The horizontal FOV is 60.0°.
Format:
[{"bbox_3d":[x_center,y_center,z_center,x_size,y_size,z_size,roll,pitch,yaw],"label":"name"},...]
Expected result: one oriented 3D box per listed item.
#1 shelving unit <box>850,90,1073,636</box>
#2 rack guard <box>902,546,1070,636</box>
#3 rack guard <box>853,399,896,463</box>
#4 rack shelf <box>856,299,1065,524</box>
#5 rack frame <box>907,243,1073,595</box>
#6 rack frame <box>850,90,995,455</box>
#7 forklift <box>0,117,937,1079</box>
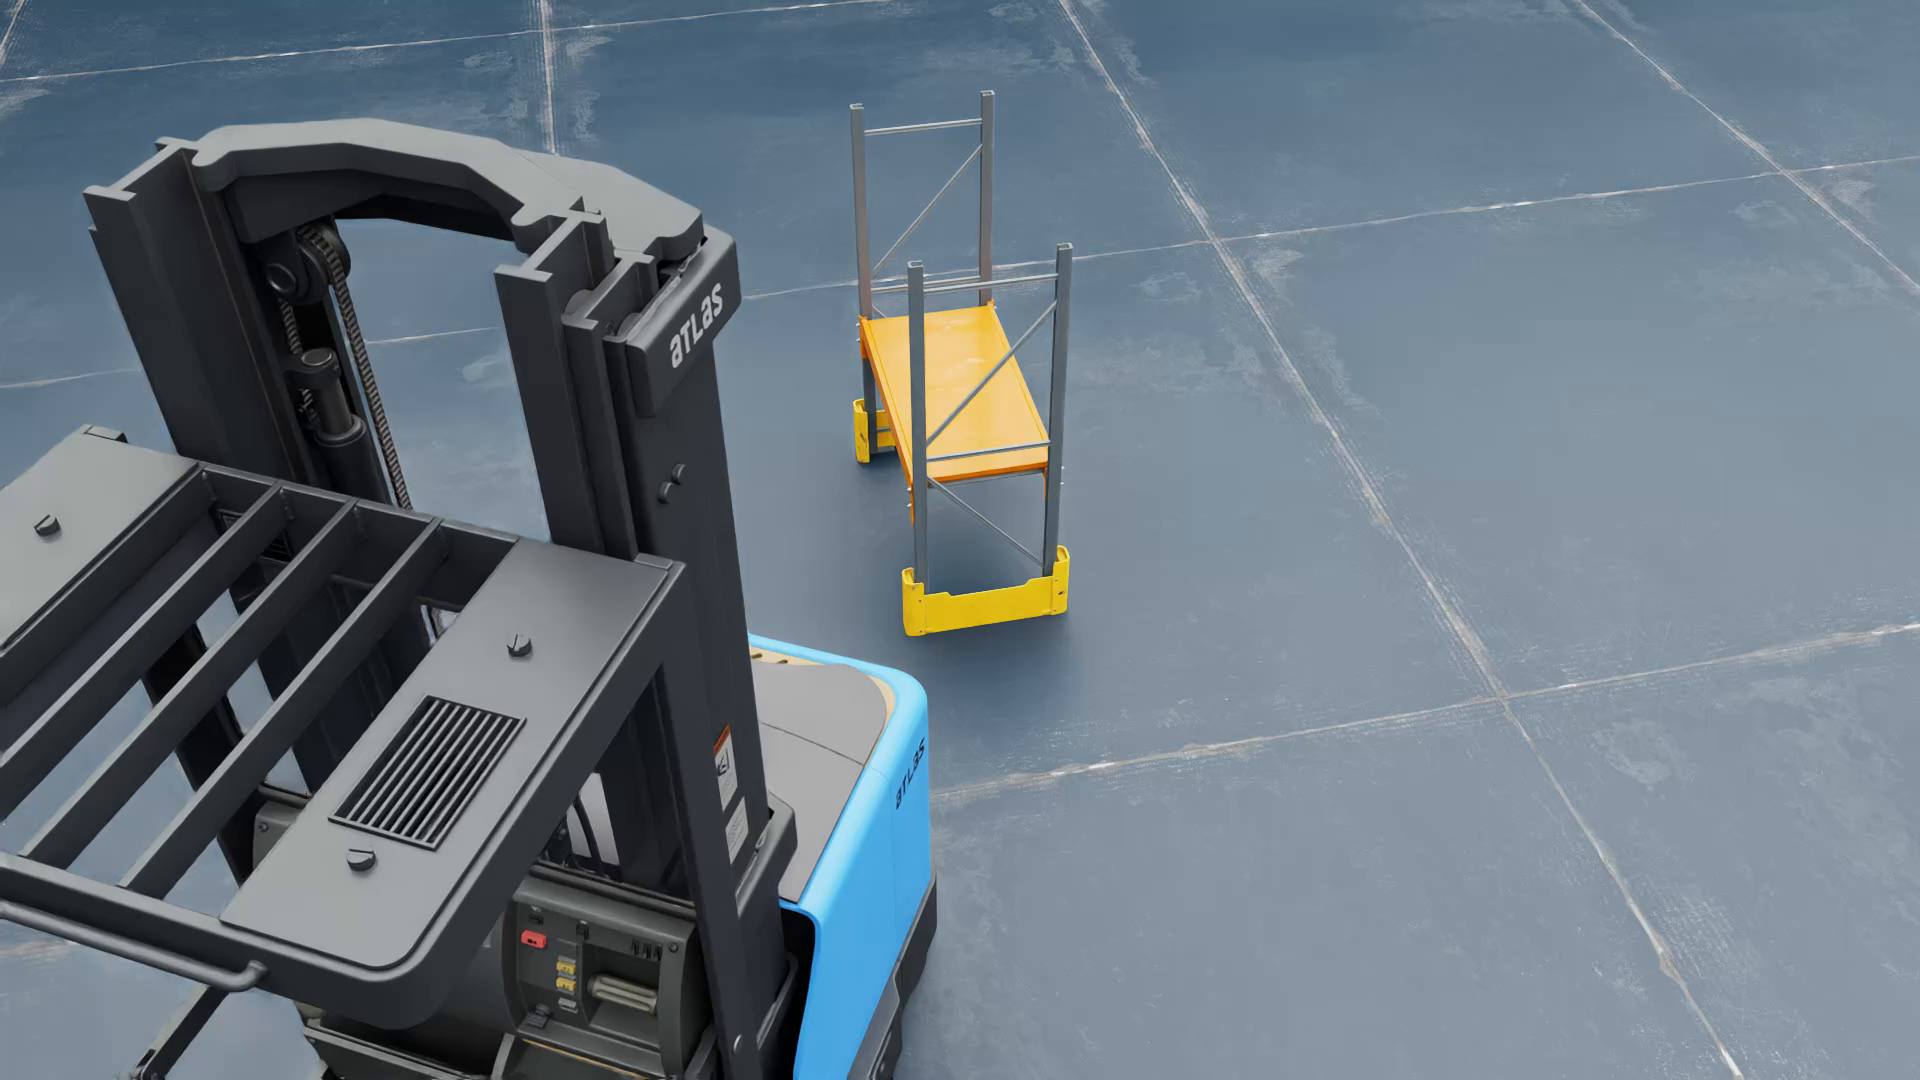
[{"bbox_3d":[-0.016,-0.610,5.808,0.587,1.500,1.083,-8,42,-9],"label":"shelving unit"},{"bbox_3d":[0.091,0.180,5.859,0.587,0.250,0.087,-8,42,-9],"label":"rack guard"},{"bbox_3d":[-0.124,-0.466,6.586,0.587,0.250,0.087,-8,42,-9],"label":"rack guard"},{"bbox_3d":[-0.018,-0.482,5.934,0.538,0.185,1.000,-8,42,-9],"label":"rack shelf"},{"bbox_3d":[0.091,-0.287,5.443,0.500,1.500,0.032,-8,42,-9],"label":"rack frame"},{"bbox_3d":[-0.128,-0.946,6.186,0.500,1.500,0.032,-8,42,-9],"label":"rack frame"},{"bbox_3d":[-1.015,0.882,3.049,1.130,2.935,3.031,12,43,14],"label":"forklift"}]
